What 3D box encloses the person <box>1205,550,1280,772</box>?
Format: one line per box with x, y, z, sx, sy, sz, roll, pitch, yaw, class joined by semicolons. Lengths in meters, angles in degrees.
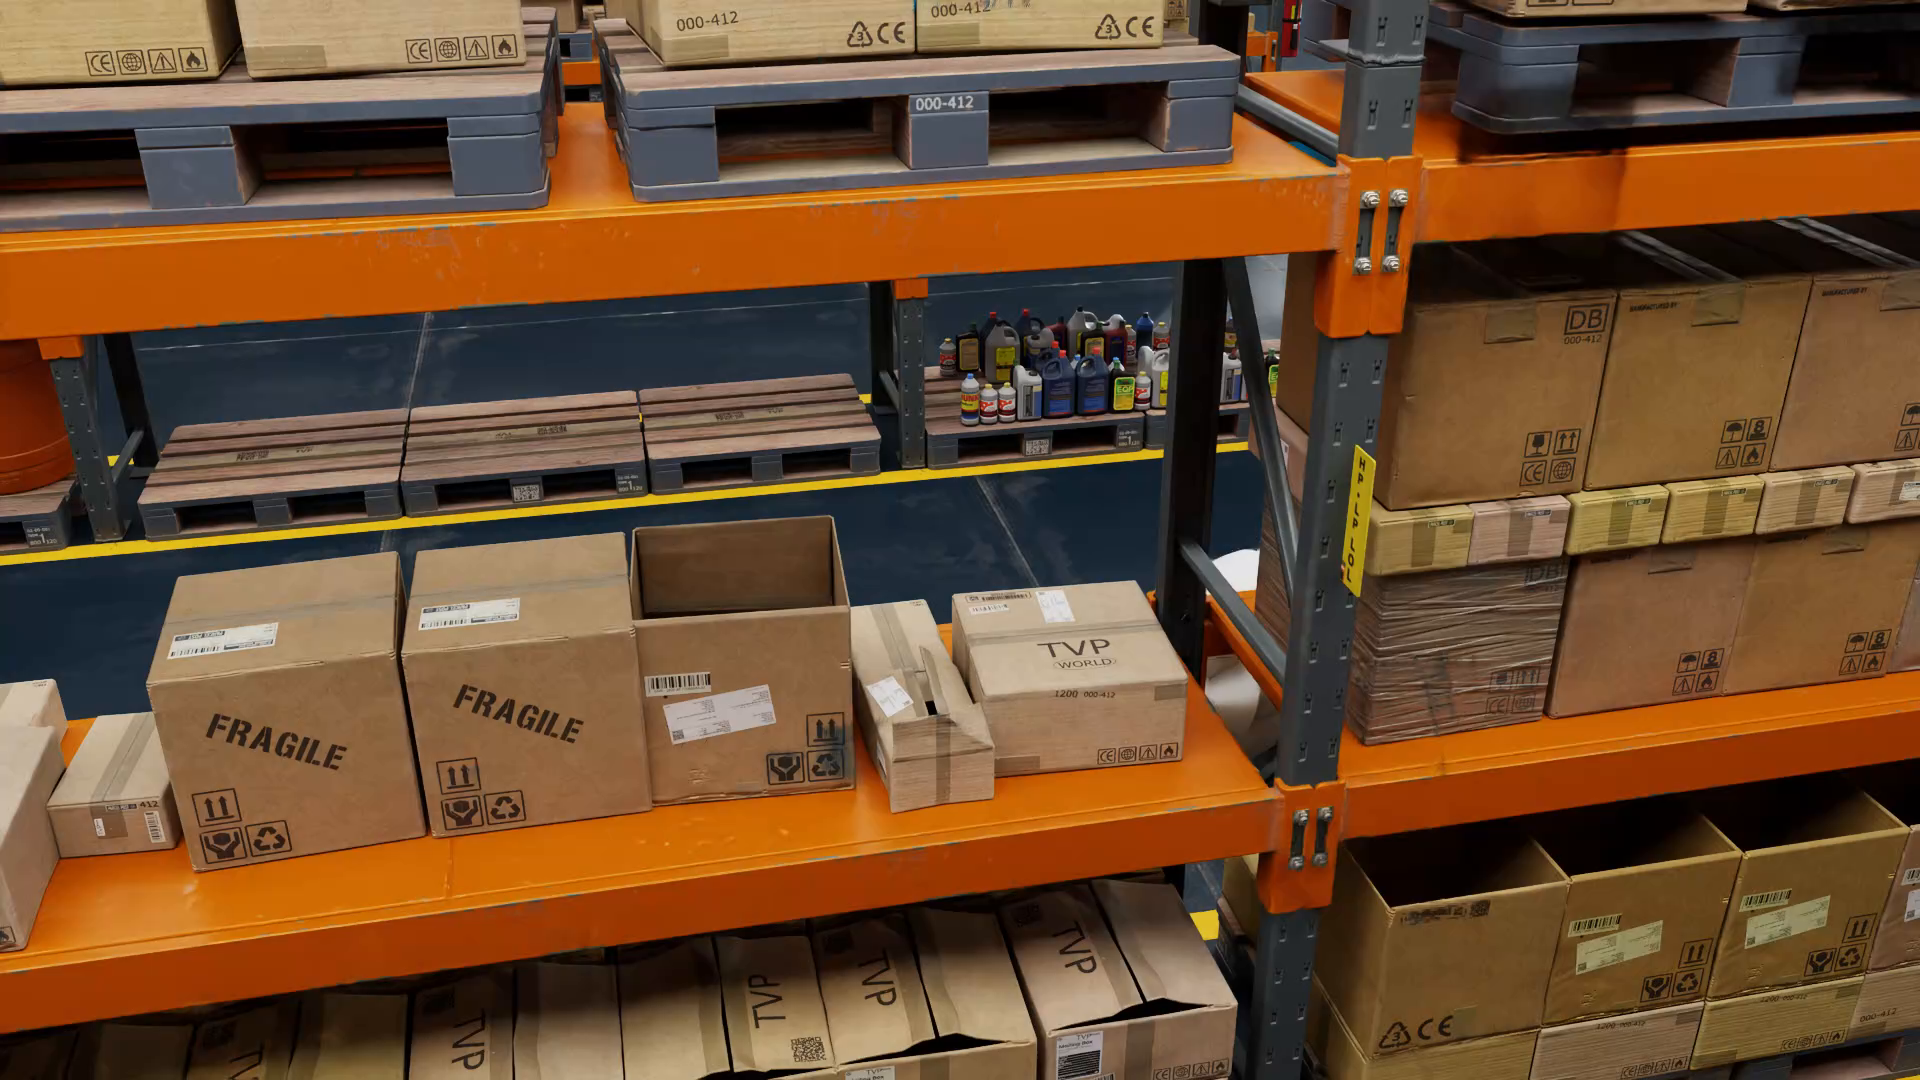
1.056;0.447;6.215;0.907;0.906;0.606;-5;27;-11;person
